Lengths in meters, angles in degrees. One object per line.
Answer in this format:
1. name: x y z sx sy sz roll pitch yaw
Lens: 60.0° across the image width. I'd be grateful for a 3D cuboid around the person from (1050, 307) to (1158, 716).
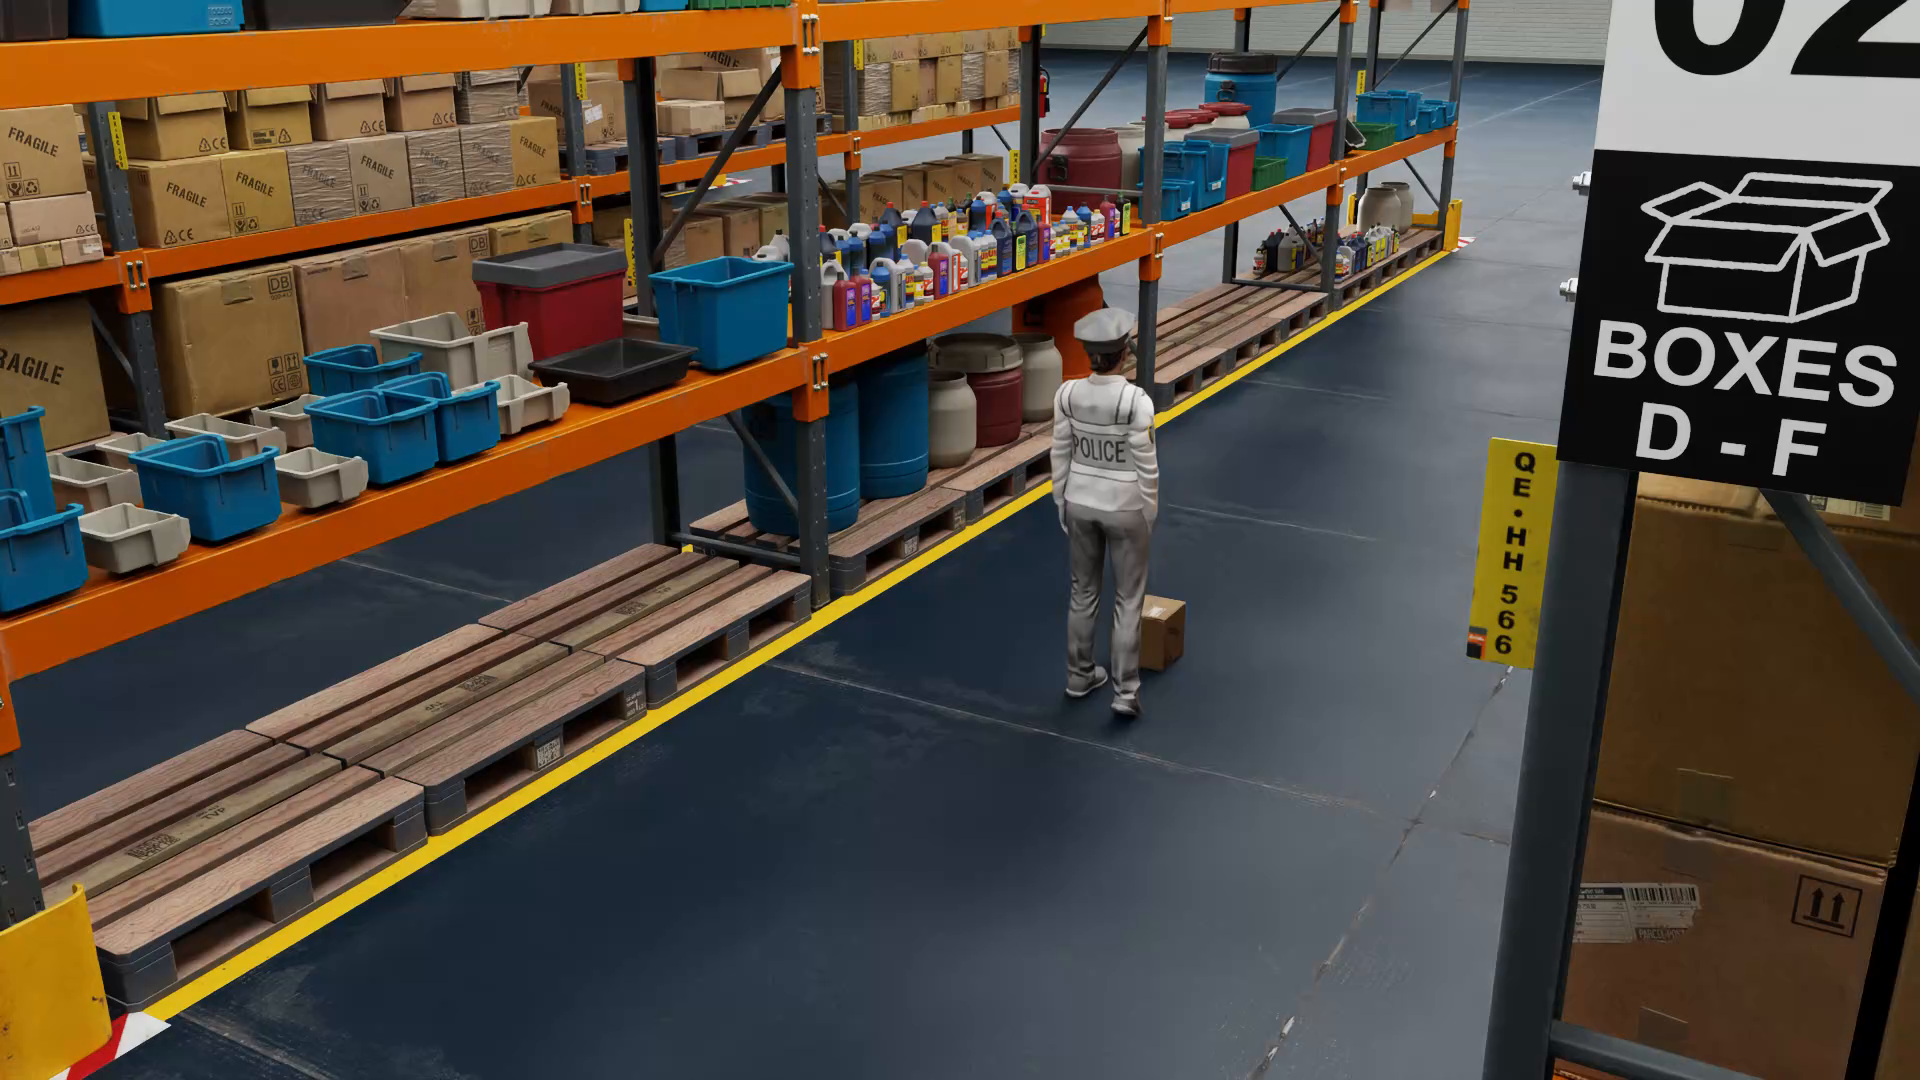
1. person: 0.596 -0.093 6.893 0.476 1.745 0.376 11 22 28
